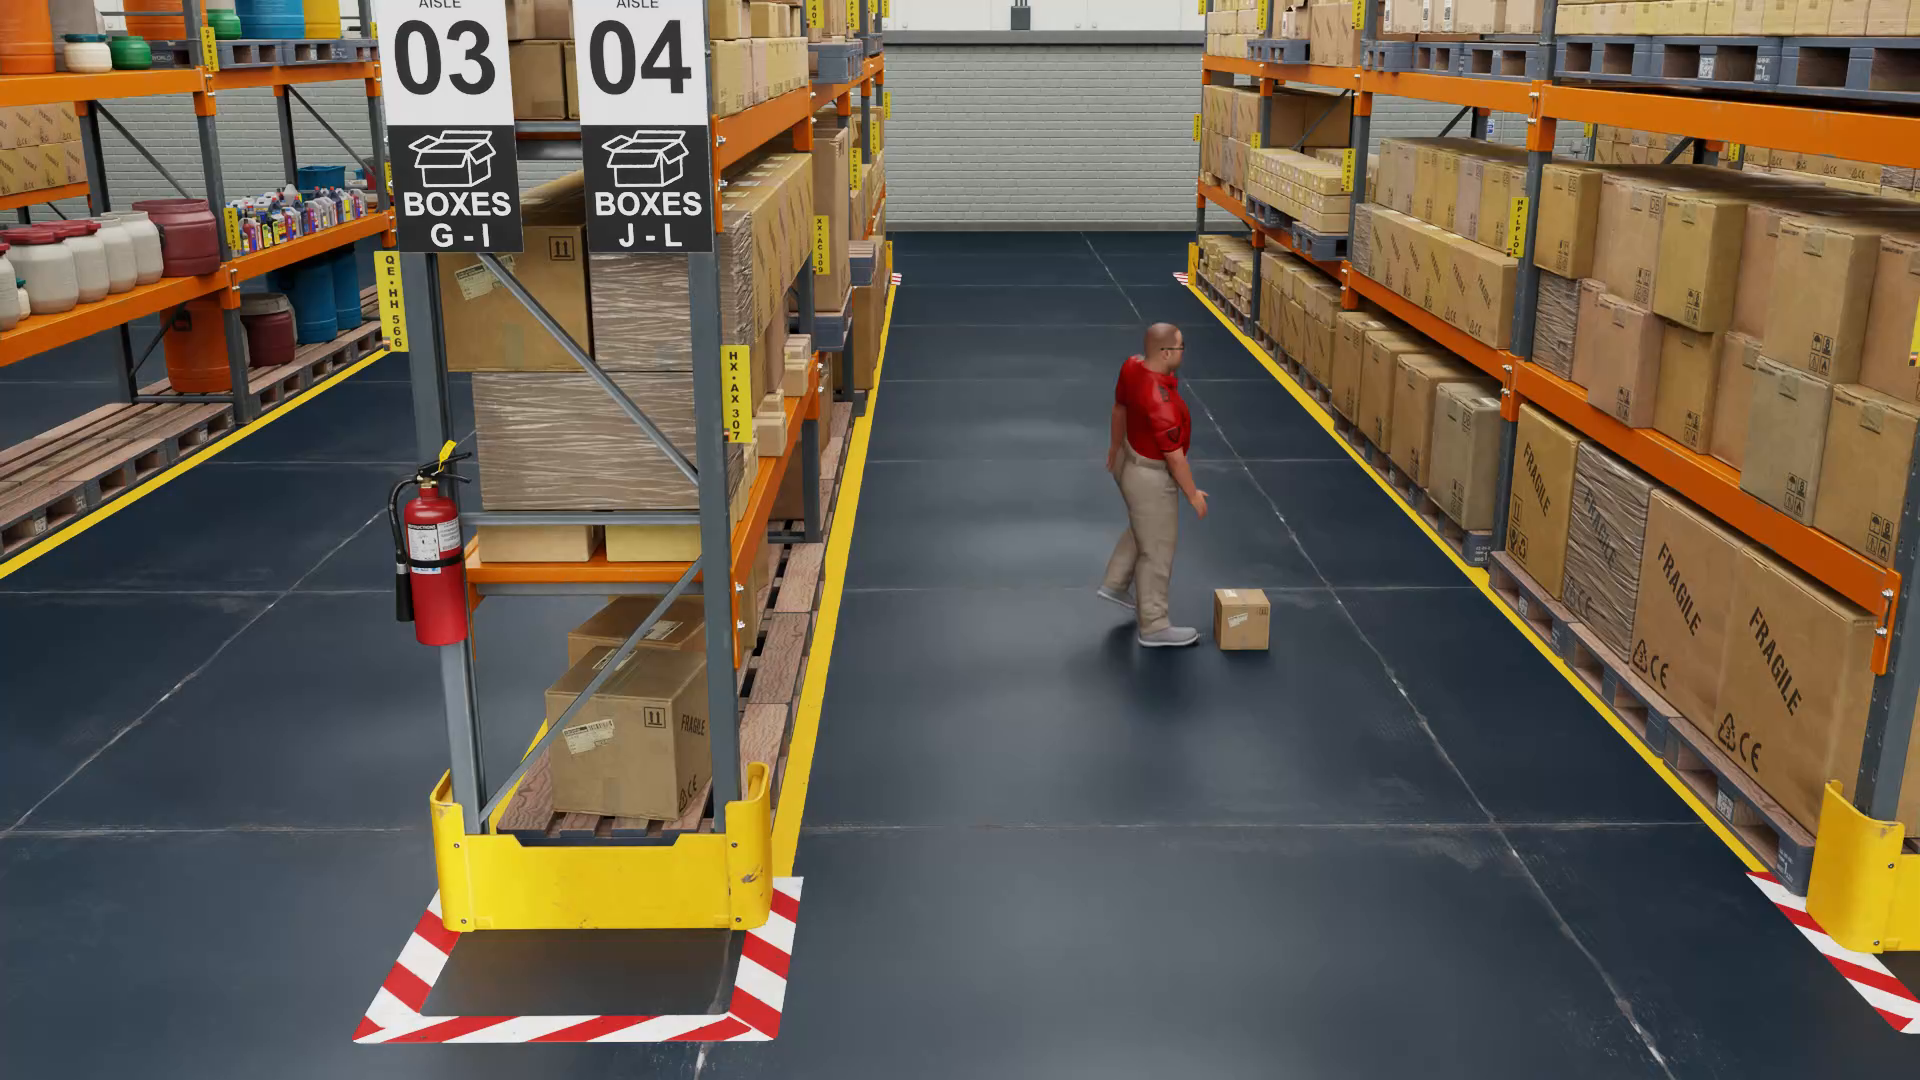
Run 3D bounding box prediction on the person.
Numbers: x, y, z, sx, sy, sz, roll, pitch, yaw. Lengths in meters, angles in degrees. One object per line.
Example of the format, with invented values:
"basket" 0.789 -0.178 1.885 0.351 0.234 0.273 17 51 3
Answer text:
"person" 1.024 -0.323 8.506 0.458 1.656 0.736 -2 17 -6
